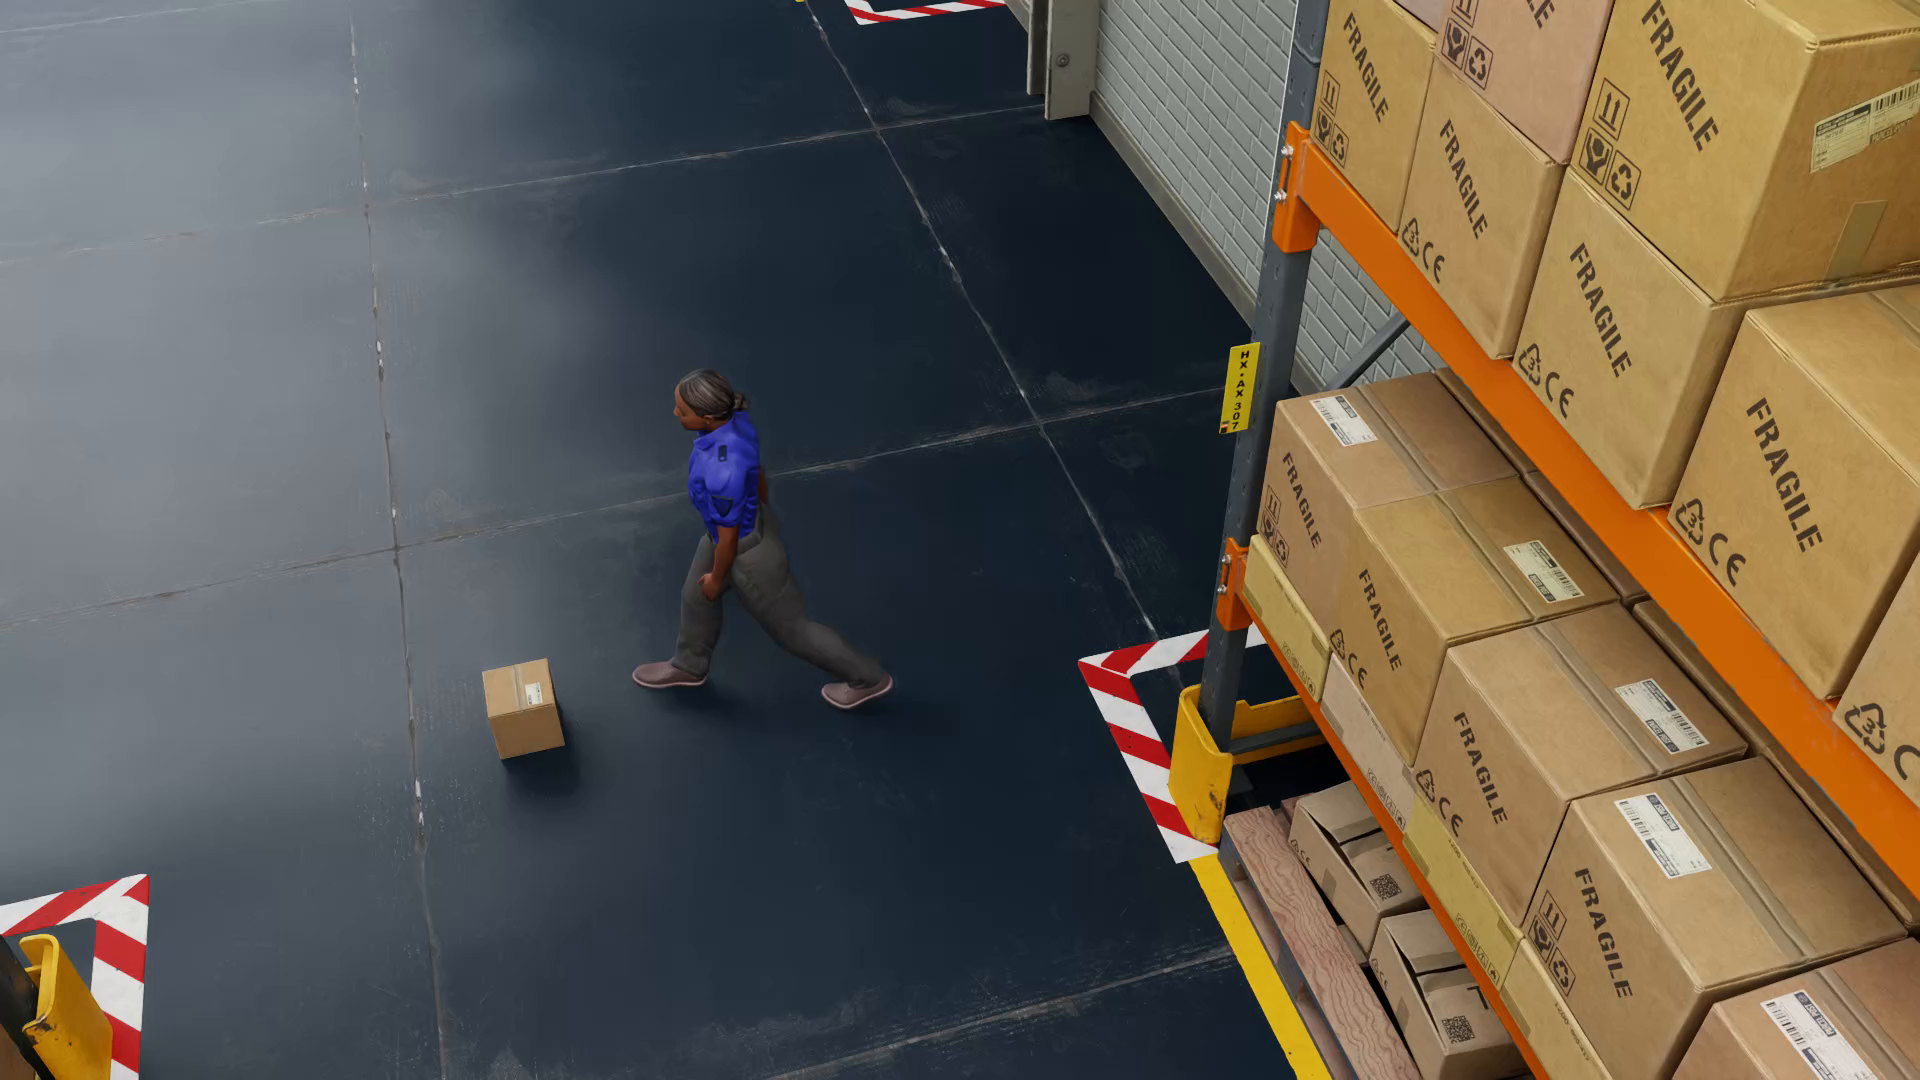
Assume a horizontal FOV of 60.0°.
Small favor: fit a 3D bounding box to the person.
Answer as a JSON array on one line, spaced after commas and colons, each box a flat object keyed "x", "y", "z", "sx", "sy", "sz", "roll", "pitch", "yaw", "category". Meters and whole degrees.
[{"x": -0.793, "y": 0.012, "z": 6.160, "sx": 1.027, "sy": 1.605, "sz": 0.465, "roll": -6, "pitch": 43, "yaw": -7, "category": "person"}]
